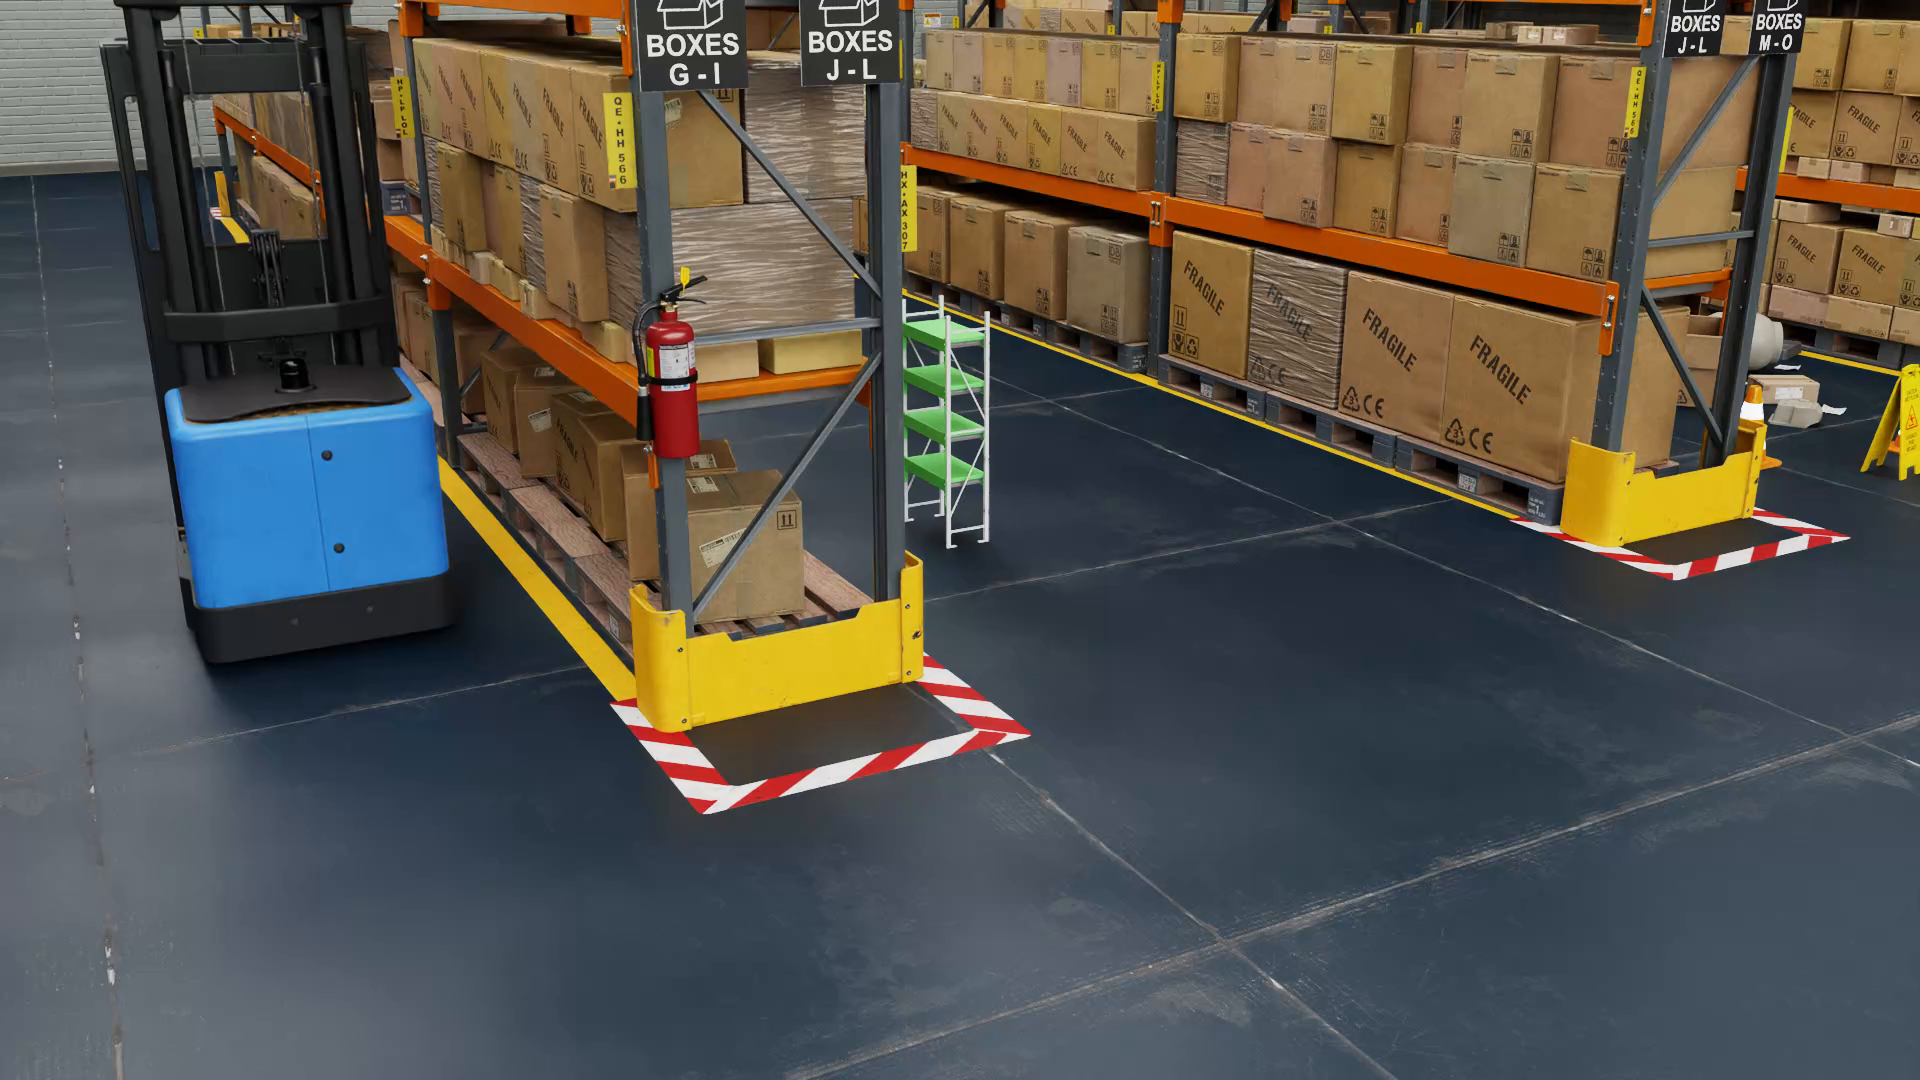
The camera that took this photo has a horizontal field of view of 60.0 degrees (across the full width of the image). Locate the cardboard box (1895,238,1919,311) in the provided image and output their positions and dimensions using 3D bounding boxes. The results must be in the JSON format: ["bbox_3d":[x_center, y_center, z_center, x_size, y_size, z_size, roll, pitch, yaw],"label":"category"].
[{"bbox_3d":[7.171,-1.907,11.980,0.500,0.500,0.500,-9,21,-25],"label":"cardboard box"}]

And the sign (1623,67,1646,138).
[{"bbox_3d":[3.239,-2.098,7.975,0.100,0.325,0.005,-10,21,-27],"label":"sign"}]

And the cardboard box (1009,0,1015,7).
[{"bbox_3d":[0.880,-7.293,22.487,0.380,0.149,0.250,-10,21,-26],"label":"cardboard box"}]

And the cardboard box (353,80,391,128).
[{"bbox_3d":[-4.197,-3.173,12.431,0.500,0.500,0.500,-13,23,-33],"label":"cardboard box"}]

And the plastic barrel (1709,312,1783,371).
[{"bbox_3d":[5.718,-1.455,12.199,0.512,0.421,0.421,4,19,11],"label":"plastic barrel"}]

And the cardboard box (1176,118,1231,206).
[{"bbox_3d":[2.009,-2.634,11.436,0.875,0.550,0.550,-10,21,-27],"label":"cardboard box"}]

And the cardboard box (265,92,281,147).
[{"bbox_3d":[-5.913,-3.813,14.929,0.500,0.500,0.500,-11,22,-28],"label":"cardboard box"}]

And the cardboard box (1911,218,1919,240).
[{"bbox_3d":[7.071,-2.232,11.927,0.380,0.149,0.250,-10,21,-26],"label":"cardboard box"}]

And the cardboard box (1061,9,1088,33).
[{"bbox_3d":[1.632,-6.519,21.238,0.500,0.500,0.500,-10,22,-27],"label":"cardboard box"}]

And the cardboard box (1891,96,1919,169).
[{"bbox_3d":[7.063,-2.904,11.840,0.500,0.500,0.500,-10,21,-27],"label":"cardboard box"}]

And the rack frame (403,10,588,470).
[{"bbox_3d":[-2.589,-1.928,9.619,1.000,3.000,0.127,-10,21,-27],"label":"rack frame"}]

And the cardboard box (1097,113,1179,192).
[{"bbox_3d":[1.341,-2.823,12.060,0.500,0.500,0.500,-10,21,-27],"label":"cardboard box"}]

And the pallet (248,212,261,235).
[{"bbox_3d":[-7.264,-3.487,18.414,1.003,0.211,1.213,-10,21,-27],"label":"pallet"}]

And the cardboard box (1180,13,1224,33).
[{"bbox_3d":[2.791,-5.822,19.220,0.500,0.500,0.500,-11,22,-28],"label":"cardboard box"}]

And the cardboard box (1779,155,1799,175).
[{"bbox_3d":[6.559,-2.920,12.880,0.380,0.149,0.250,-10,21,-27],"label":"cardboard box"}]

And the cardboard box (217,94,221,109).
[{"bbox_3d":[-8.165,-4.954,18.774,0.380,0.149,0.250,-11,22,-28],"label":"cardboard box"}]

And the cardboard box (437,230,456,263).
[{"bbox_3d":[-2.645,-1.627,9.133,0.380,0.149,0.250,-10,21,-27],"label":"cardboard box"}]

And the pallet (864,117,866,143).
[{"bbox_3d":[-0.508,-3.913,15.666,1.213,0.211,1.003,-10,21,-27],"label":"pallet"}]

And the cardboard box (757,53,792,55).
[{"bbox_3d":[-1.936,-4.987,17.315,0.380,0.149,0.250,-10,21,-26],"label":"cardboard box"}]

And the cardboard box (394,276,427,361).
[{"bbox_3d":[-3.603,-1.594,11.810,0.700,0.500,0.500,-8,21,-22],"label":"cardboard box"}]

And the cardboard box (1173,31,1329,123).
[{"bbox_3d":[1.969,-3.137,11.239,0.875,0.550,0.550,-10,21,-27],"label":"cardboard box"}]

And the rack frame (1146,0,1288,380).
[{"bbox_3d":[1.824,-2.667,11.762,1.000,3.000,0.127,-10,21,-27],"label":"rack frame"}]

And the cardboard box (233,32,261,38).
[{"bbox_3d":[-6.842,-4.739,16.391,0.500,0.500,0.500,-9,21,-25],"label":"cardboard box"}]

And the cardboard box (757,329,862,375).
[{"bbox_3d":[-0.616,-0.779,6.677,0.380,0.149,0.250,-10,21,-27],"label":"cardboard box"}]

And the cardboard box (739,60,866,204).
[{"bbox_3d":[-0.711,-1.640,6.644,0.500,0.500,0.500,-10,21,-27],"label":"cardboard box"}]

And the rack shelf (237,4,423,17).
[{"bbox_3d":[-5.439,-4.728,14.239,1.077,0.370,4.000,-10,21,-27],"label":"rack shelf"}]

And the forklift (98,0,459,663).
[{"bbox_3d":[-3.333,-1.311,7.937,1.130,2.935,3.031,-9,21,-25],"label":"forklift"}]

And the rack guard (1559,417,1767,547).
[{"bbox_3d":[3.734,-0.330,8.822,1.175,0.500,0.348,-10,21,-27],"label":"rack guard"}]

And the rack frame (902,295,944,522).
[{"bbox_3d":[-0.194,-0.685,8.776,0.240,1.200,0.015,-10,21,-27],"label":"rack frame"}]

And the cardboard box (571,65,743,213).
[{"bbox_3d":[-1.169,-1.560,6.410,0.500,0.500,0.500,-10,21,-27],"label":"cardboard box"}]

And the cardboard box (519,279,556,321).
[{"bbox_3d":[-1.812,-1.125,7.678,0.380,0.149,0.250,-10,21,-27],"label":"cardboard box"}]

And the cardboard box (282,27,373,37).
[{"bbox_3d":[-5.453,-4.189,14.481,0.797,0.503,0.637,-9,21,-25],"label":"cardboard box"}]

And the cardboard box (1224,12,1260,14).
[{"bbox_3d":[3.242,-5.894,19.427,0.500,0.500,0.500,-9,21,-25],"label":"cardboard box"}]

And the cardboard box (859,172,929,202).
[{"bbox_3d":[-0.631,-3.342,15.758,0.500,0.250,0.500,-11,22,-28],"label":"cardboard box"}]

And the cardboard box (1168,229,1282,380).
[{"bbox_3d":[2.061,-1.670,11.485,0.875,0.875,0.875,-10,21,-26],"label":"cardboard box"}]

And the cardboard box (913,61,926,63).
[{"bbox_3d":[-0.367,-4.487,15.865,0.380,0.149,0.250,-10,21,-27],"label":"cardboard box"}]

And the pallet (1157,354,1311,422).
[{"bbox_3d":[2.116,-1.118,11.549,1.003,0.211,1.213,-10,21,-27],"label":"pallet"}]

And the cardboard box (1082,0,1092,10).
[{"bbox_3d":[1.767,-6.791,21.031,0.380,0.149,0.250,-10,21,-27],"label":"cardboard box"}]

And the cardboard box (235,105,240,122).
[{"bbox_3d":[-7.311,-4.438,17.278,0.380,0.149,0.250,-10,21,-26],"label":"cardboard box"}]

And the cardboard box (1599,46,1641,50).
[{"bbox_3d":[5.711,-3.946,14.216,0.500,0.500,0.500,-10,22,-28],"label":"cardboard box"}]

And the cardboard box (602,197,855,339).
[{"bbox_3d":[-0.927,-1.129,6.697,0.875,0.500,0.500,-10,21,-27],"label":"cardboard box"}]

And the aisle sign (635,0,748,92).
[{"bbox_3d":[-0.925,-1.944,5.681,0.394,0.787,0.004,-10,21,-27],"label":"aisle sign"}]

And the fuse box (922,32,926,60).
[{"bbox_3d":[-0.347,-8.197,29.763,0.539,1.711,0.414,-10,21,-27],"label":"fuse box"}]

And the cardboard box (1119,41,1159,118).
[{"bbox_3d":[1.583,-3.329,11.993,0.700,0.500,0.500,-10,22,-28],"label":"cardboard box"}]

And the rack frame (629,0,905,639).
[{"bbox_3d":[-0.690,-0.779,6.292,1.000,3.000,0.127,-10,21,-27],"label":"rack frame"}]

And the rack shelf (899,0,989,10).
[{"bbox_3d":[-1.026,-5.467,16.381,1.077,0.370,4.000,-10,21,-27],"label":"rack shelf"}]

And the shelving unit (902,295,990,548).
[{"bbox_3d":[-0.079,-0.615,8.573,0.258,1.200,0.503,-10,21,-27],"label":"shelving unit"}]

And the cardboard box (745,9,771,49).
[{"bbox_3d":[-2.436,-5.717,18.459,0.500,0.500,0.500,-11,22,-29],"label":"cardboard box"}]

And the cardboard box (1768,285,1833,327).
[{"bbox_3d":[6.692,-1.847,12.957,0.500,0.250,0.500,-10,22,-27],"label":"cardboard box"}]

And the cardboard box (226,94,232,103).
[{"bbox_3d":[-7.557,-4.821,17.777,0.500,0.250,0.500,-10,22,-28],"label":"cardboard box"}]

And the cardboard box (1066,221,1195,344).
[{"bbox_3d":[1.450,-1.966,12.536,1.050,0.750,0.750,-10,21,-27],"label":"cardboard box"}]
